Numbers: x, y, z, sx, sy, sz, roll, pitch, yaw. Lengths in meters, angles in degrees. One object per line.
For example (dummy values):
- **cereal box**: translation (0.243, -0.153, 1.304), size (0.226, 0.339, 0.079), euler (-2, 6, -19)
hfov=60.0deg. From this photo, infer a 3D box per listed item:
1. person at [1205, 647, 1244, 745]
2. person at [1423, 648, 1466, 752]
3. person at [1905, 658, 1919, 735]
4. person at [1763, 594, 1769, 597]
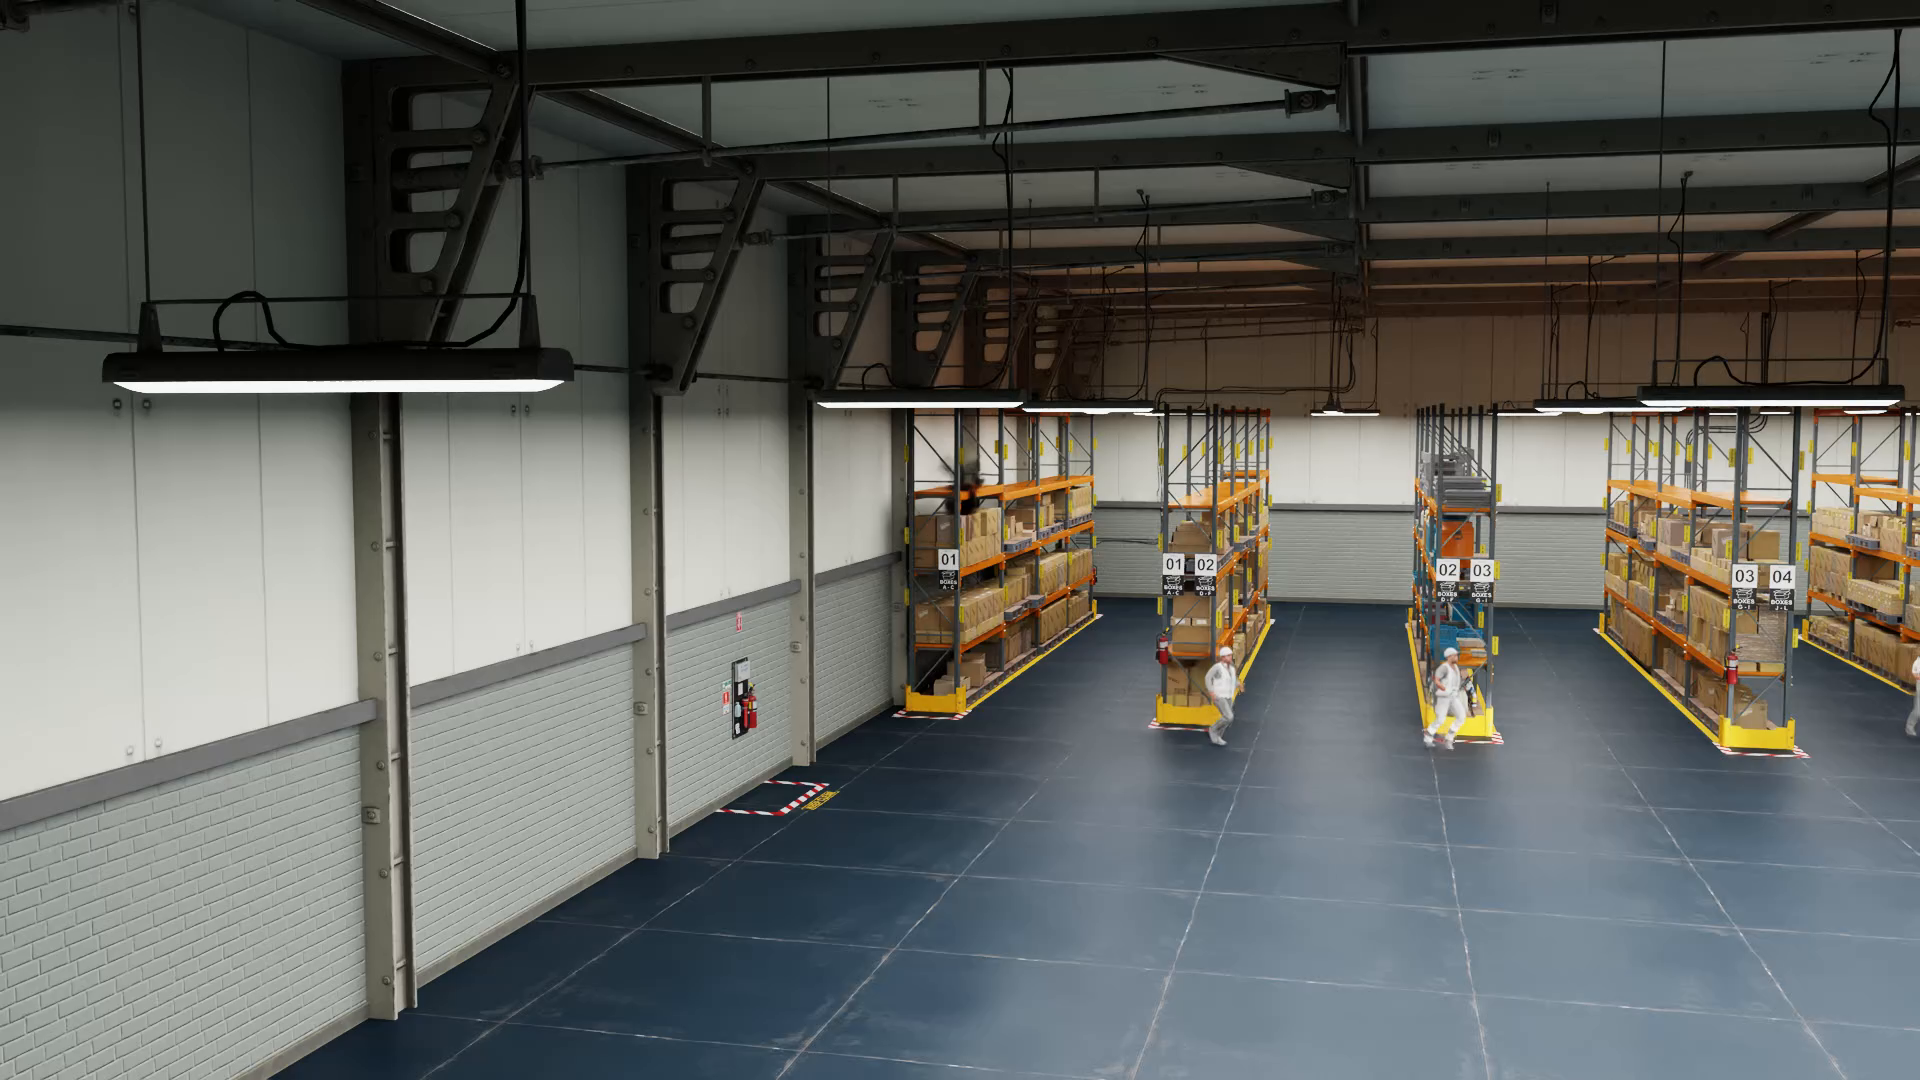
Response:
- **person**: translation (4.668, 2.739, 29.179), size (0.680, 1.734, 0.592), euler (-4, 6, -43)
- **person**: translation (8.475, 2.753, 28.821), size (0.718, 1.774, 0.666), euler (-3, 5, -35)
- **person**: translation (17.218, 2.696, 29.534), size (0.673, 1.832, 0.911), euler (0, 4, 6)
- **person**: translation (20.390, 1.853, 41.883), size (0.648, 1.657, 0.645), euler (2, 5, 23)
